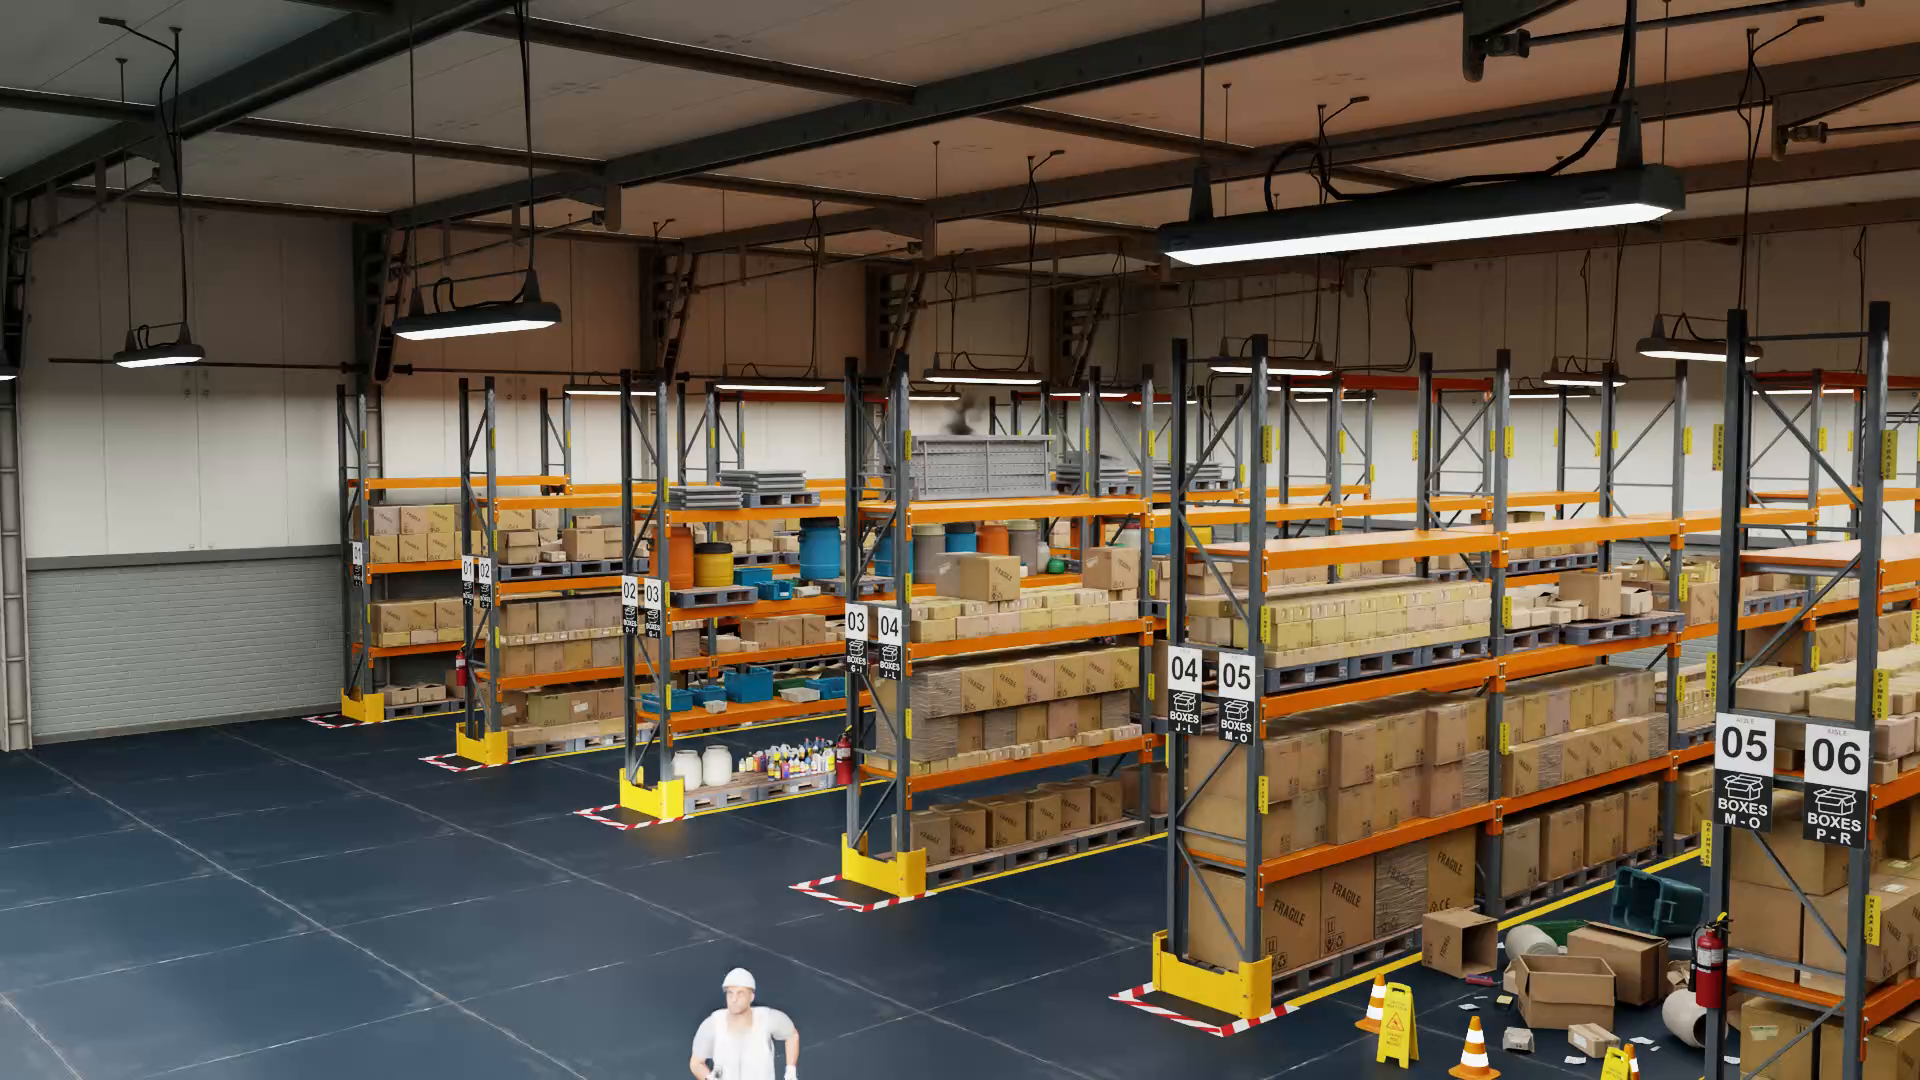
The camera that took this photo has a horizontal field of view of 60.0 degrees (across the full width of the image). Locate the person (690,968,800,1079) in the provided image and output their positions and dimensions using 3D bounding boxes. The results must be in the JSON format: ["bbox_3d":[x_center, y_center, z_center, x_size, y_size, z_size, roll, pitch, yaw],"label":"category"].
[{"bbox_3d":[-1.360,3.572,10.530,0.672,1.799,1.003,0,4,1],"label":"person"}]
